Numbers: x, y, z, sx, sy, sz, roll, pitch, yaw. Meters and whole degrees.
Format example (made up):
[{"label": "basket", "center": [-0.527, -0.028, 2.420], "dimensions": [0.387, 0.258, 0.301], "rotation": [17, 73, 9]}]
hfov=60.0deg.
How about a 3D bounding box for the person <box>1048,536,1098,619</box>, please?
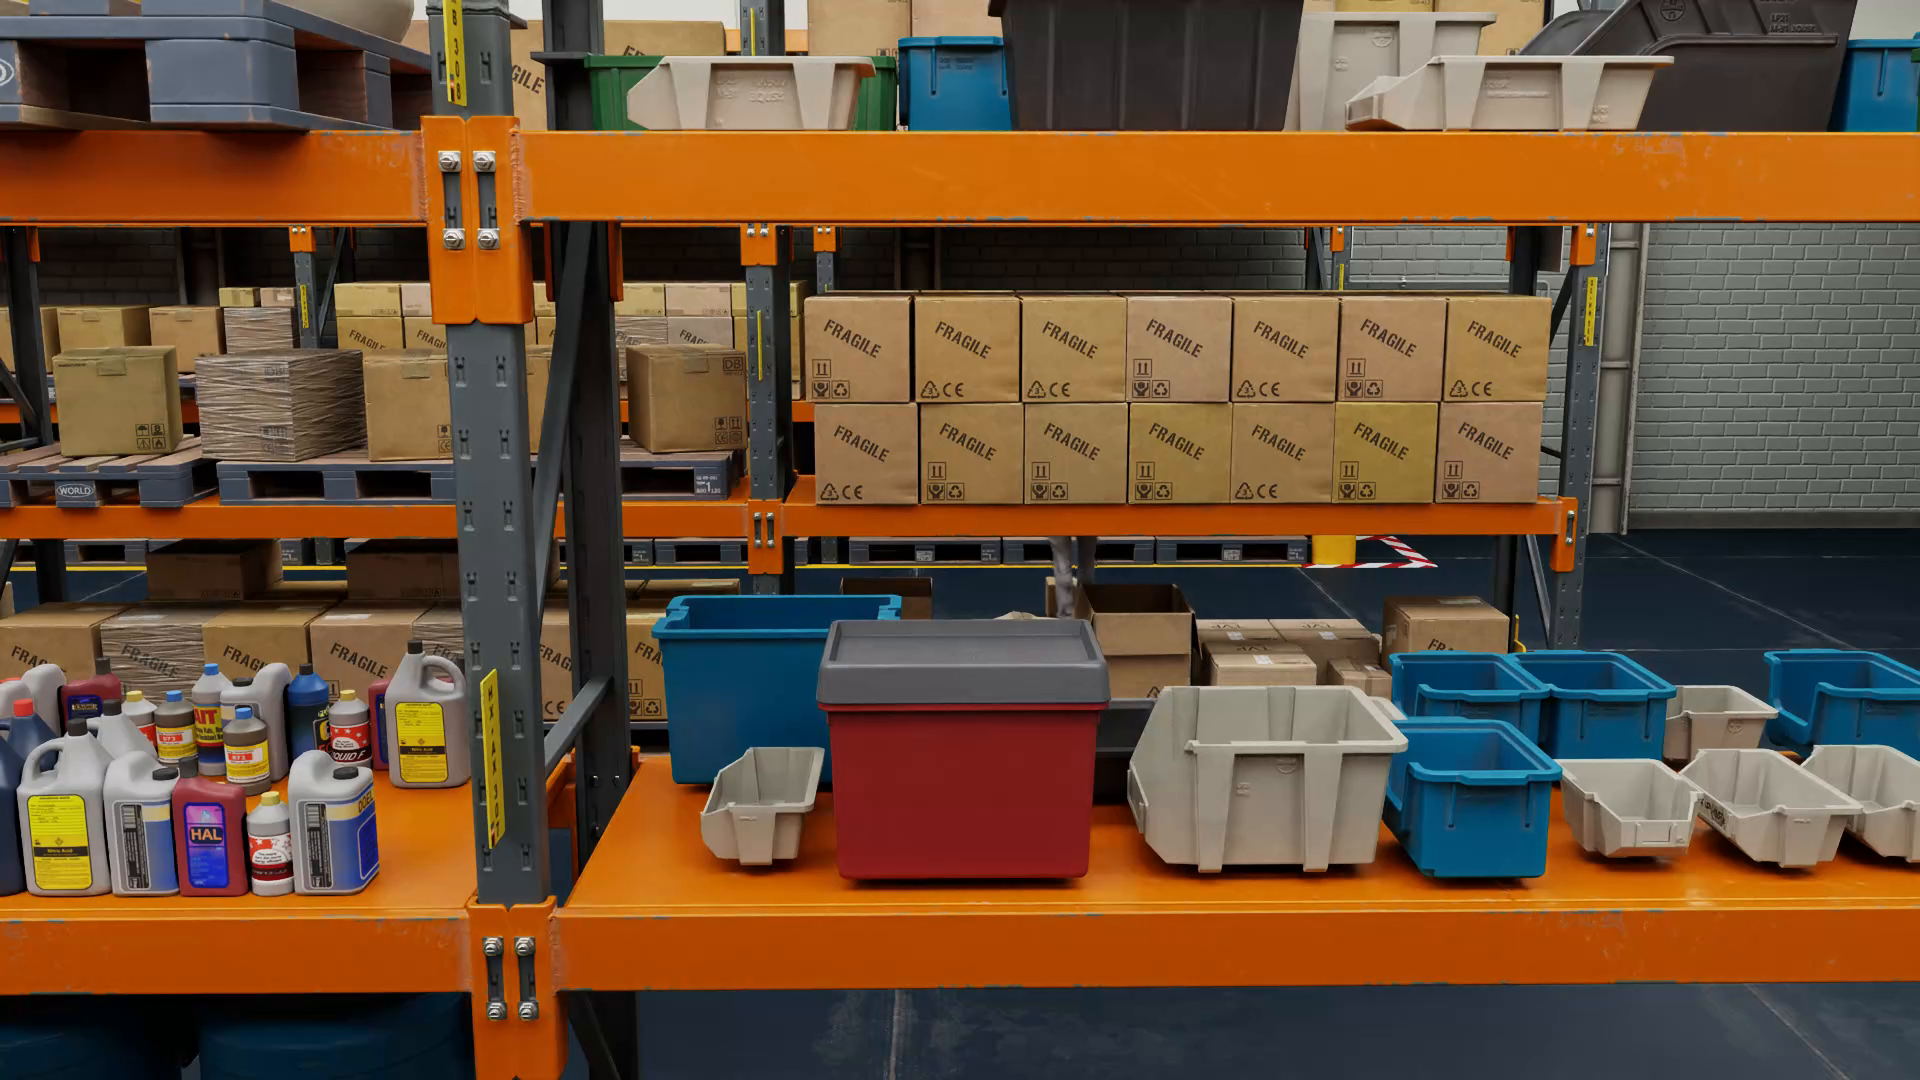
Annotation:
[{"label": "person", "center": [0.733, -0.184, 10.950], "dimensions": [0.416, 1.579, 0.722], "rotation": [0, 11, -1]}]
